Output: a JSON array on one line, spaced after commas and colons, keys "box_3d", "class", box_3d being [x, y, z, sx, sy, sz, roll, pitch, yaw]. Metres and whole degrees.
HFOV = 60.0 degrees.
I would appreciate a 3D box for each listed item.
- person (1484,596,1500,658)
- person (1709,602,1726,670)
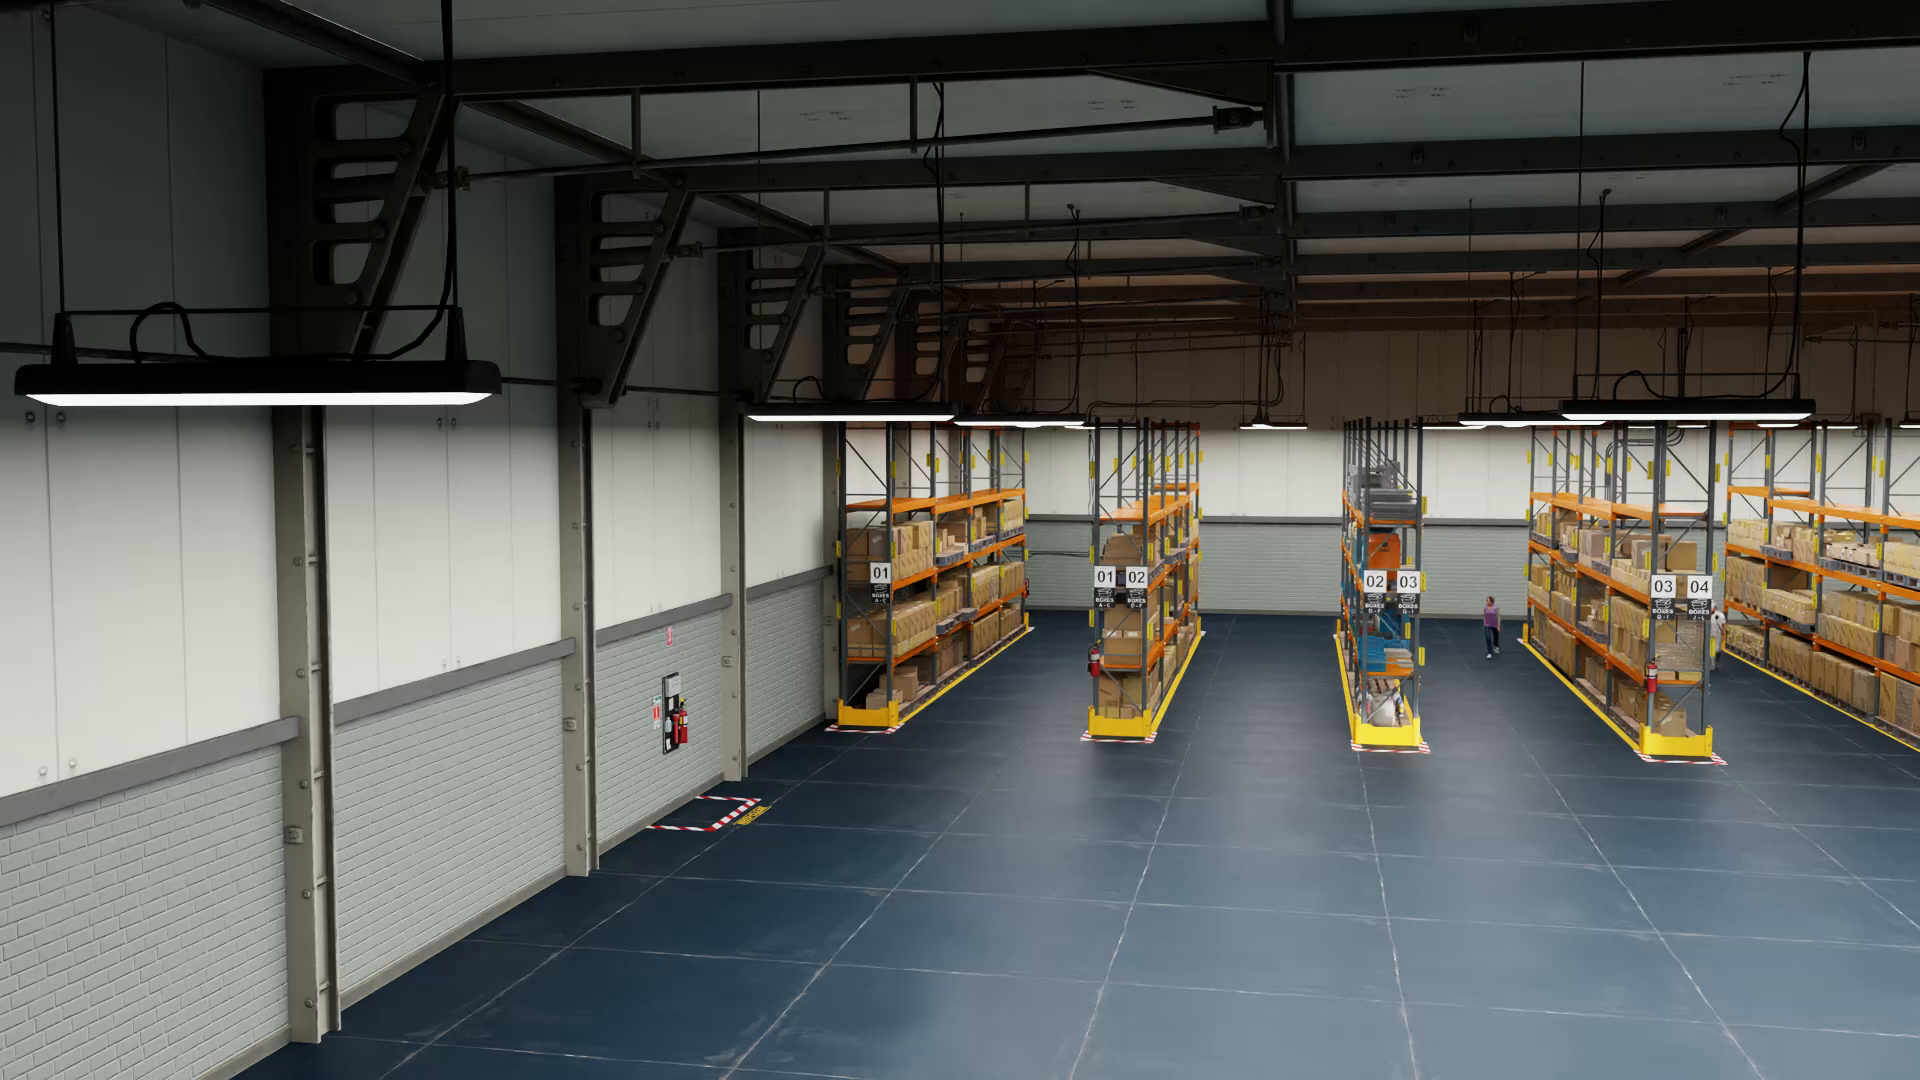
[{"box_3d": [13.540, 2.190, 42.305, 0.418, 1.560, 0.852, 1, 4, 21], "class": "person"}, {"box_3d": [18.181, 2.310, 40.077, 0.526, 1.651, 0.513, 2, 4, 31], "class": "person"}]
